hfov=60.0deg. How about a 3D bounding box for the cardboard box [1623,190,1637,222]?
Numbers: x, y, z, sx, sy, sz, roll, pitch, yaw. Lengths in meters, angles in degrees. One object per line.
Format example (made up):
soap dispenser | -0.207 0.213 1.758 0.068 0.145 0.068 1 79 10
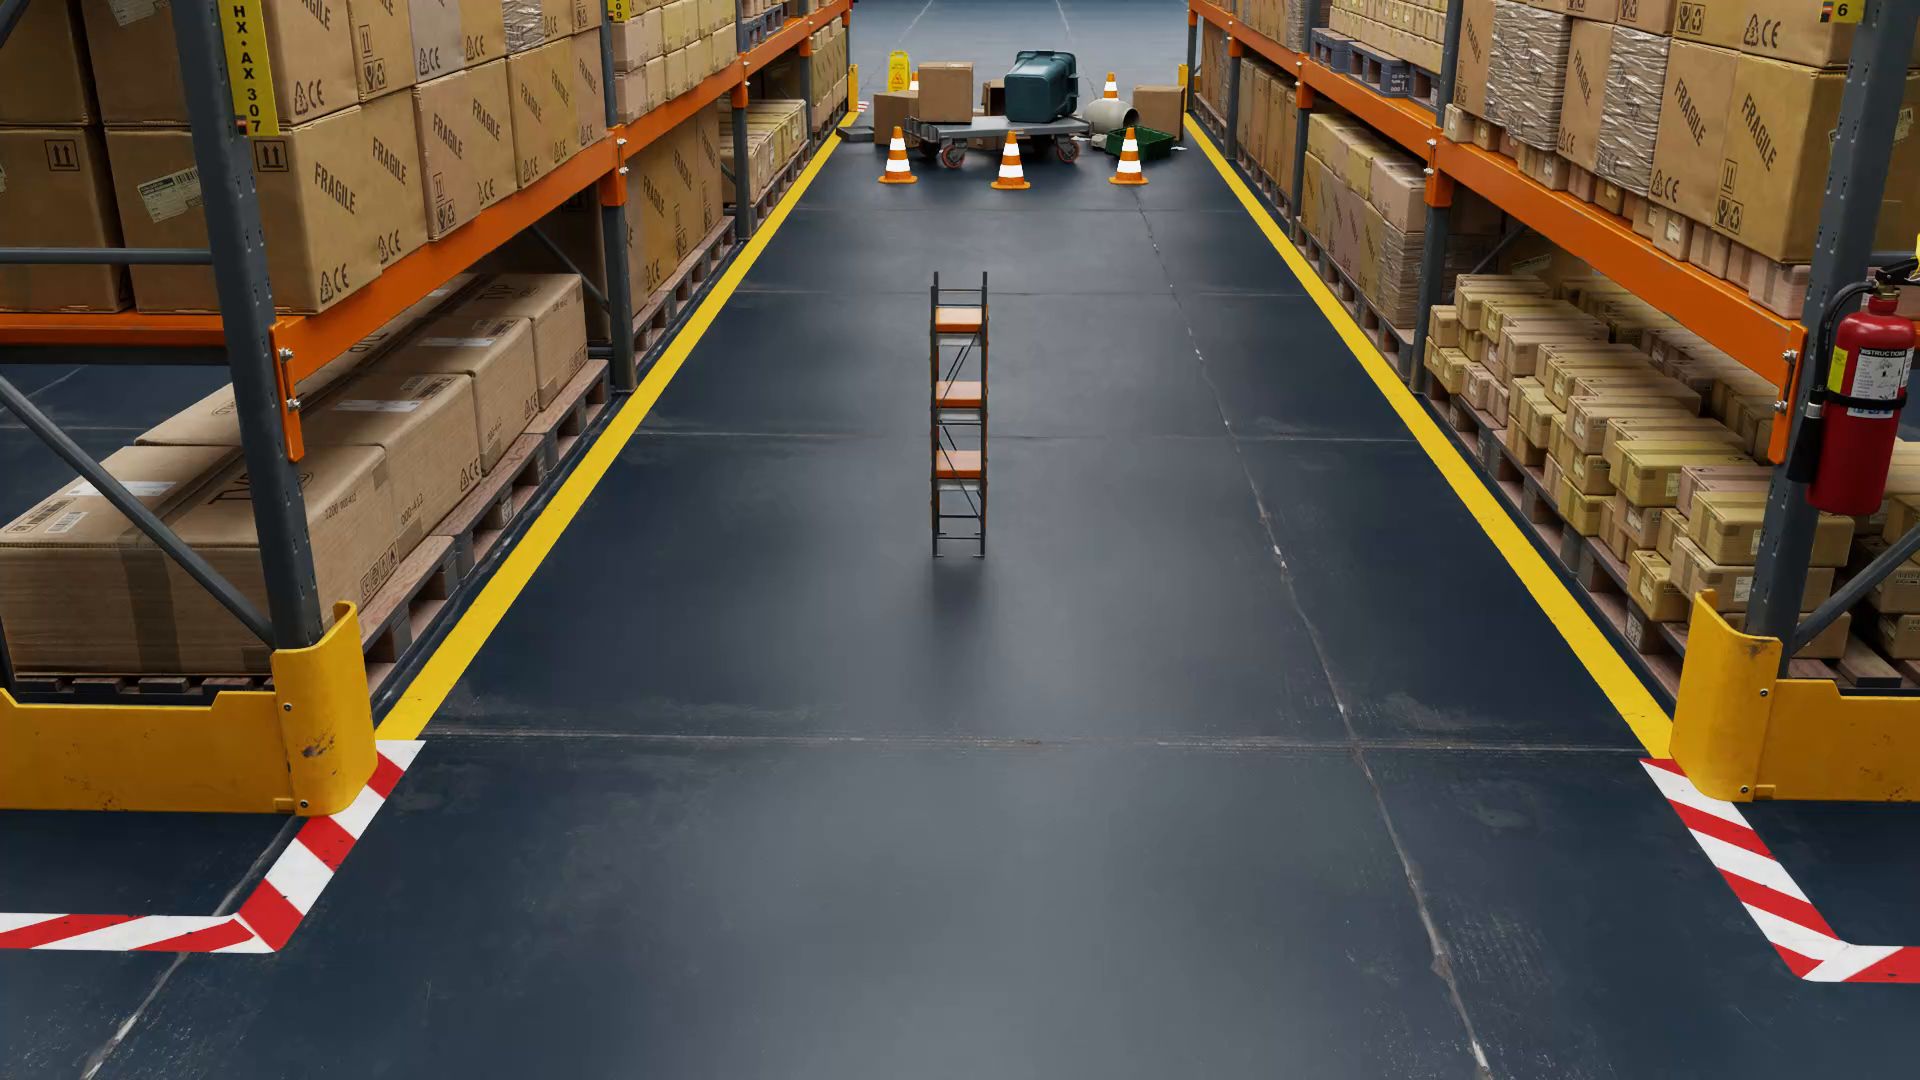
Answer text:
cardboard box | 2.528 -1.165 5.731 0.380 0.149 0.250 0 21 -1

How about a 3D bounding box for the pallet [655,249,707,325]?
pallet | -2.174 -1.582 10.315 1.003 0.211 1.213 1 21 2

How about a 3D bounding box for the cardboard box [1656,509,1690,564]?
cardboard box | 2.466 0.011 5.304 0.380 0.149 0.250 0 21 0

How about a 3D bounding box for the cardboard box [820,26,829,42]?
cardboard box | -1.542 -5.157 16.960 0.380 0.149 0.250 2 21 5

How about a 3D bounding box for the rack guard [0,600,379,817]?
rack guard | -2.278 0.460 4.652 1.175 0.500 0.348 1 21 2

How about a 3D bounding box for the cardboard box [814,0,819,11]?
cardboard box | -1.607 -5.323 16.449 0.380 0.149 0.250 1 21 3

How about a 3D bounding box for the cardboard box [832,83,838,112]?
cardboard box | -1.581 -4.741 17.822 0.500 0.250 0.500 0 21 0

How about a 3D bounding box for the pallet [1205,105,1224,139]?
pallet | 3.174 -4.451 17.709 1.003 0.211 1.213 1 21 2

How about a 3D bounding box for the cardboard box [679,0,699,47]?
cardboard box | -1.818 -3.033 9.716 0.500 0.250 0.500 0 21 0

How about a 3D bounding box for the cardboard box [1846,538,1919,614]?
cardboard box | 2.946 0.112 5.043 0.380 0.149 0.250 2 21 4

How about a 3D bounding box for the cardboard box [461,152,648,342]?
cardboard box | -2.217 -1.591 8.838 0.875 0.875 0.875 1 21 3

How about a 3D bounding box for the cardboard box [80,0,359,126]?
cardboard box | -1.978 -1.397 4.463 0.500 0.500 0.500 0 21 0

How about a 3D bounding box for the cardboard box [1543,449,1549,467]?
cardboard box | 2.532 -0.316 6.556 0.380 0.149 0.250 1 21 3

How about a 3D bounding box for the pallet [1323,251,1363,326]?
pallet | 2.851 -1.566 10.273 1.003 0.211 1.213 1 21 2

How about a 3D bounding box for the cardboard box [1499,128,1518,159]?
cardboard box | 2.570 -1.735 7.201 0.380 0.149 0.250 0 21 -1

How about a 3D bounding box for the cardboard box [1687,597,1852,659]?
cardboard box | 2.481 0.245 5.112 0.380 0.149 0.250 1 21 3

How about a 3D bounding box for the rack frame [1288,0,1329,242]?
rack frame | 2.916 -3.589 11.631 1.000 3.000 0.127 1 21 2

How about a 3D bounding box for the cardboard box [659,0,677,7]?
cardboard box | -1.850 -3.194 9.095 0.500 0.500 0.500 0 21 0

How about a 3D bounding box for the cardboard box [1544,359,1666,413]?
cardboard box | 2.504 -0.599 6.465 0.380 0.149 0.250 1 21 2

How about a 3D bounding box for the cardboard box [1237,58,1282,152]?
cardboard box | 3.109 -3.956 15.108 1.050 0.750 0.750 1 21 1

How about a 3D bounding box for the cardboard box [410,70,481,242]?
cardboard box | -1.955 -1.298 5.589 0.500 0.500 0.500 1 21 1

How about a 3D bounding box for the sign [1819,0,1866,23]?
sign | 2.119 -1.397 3.944 0.100 0.325 0.005 1 21 2

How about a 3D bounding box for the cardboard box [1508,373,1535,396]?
cardboard box | 2.532 -0.642 6.987 0.380 0.149 0.250 2 21 4

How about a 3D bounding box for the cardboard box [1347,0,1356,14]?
cardboard box | 2.690 -3.439 10.600 0.380 0.149 0.250 0 21 0

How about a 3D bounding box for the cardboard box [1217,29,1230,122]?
cardboard box | 3.151 -4.793 17.091 0.875 0.875 0.875 1 21 2

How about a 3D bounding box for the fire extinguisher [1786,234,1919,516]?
fire extinguisher | 2.204 -0.400 4.036 0.296 0.674 0.183 1 21 2

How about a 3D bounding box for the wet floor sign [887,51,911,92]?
wet floor sign | -0.716 -5.458 19.705 0.267 0.644 0.232 8 23 20

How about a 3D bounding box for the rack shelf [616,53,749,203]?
rack shelf | -2.095 -2.548 9.944 1.077 0.370 4.000 1 21 2

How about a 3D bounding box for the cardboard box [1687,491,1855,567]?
cardboard box | 2.436 -0.034 5.009 0.380 0.149 0.250 1 21 2

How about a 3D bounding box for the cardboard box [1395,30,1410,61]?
cardboard box | 2.636 -2.742 9.216 0.380 0.149 0.250 0 21 -1

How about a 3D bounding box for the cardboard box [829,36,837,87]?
cardboard box | -1.590 -5.099 17.707 0.500 0.500 0.500 0 21 0

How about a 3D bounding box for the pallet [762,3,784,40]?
pallet | -2.015 -4.233 13.558 1.003 0.211 1.213 1 21 2

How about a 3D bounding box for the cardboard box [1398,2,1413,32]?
cardboard box | 2.640 -2.884 9.170 0.380 0.149 0.250 0 21 -1

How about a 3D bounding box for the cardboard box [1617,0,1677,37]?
cardboard box | 2.461 -1.887 5.314 0.500 0.500 0.500 2 21 4

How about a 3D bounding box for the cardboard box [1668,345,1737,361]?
cardboard box | 3.078 -0.682 6.679 0.380 0.149 0.250 0 21 0

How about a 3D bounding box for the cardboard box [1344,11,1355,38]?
cardboard box | 2.685 -3.313 10.688 0.380 0.149 0.250 2 21 4

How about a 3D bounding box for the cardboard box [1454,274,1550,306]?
cardboard box | 2.577 -1.164 7.920 0.380 0.149 0.250 1 21 4

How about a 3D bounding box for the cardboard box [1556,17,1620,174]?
cardboard box | 2.482 -1.596 5.947 0.500 0.500 0.500 2 21 4

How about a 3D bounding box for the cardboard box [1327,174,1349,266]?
cardboard box | 2.617 -1.999 10.408 0.500 0.500 0.500 0 21 0

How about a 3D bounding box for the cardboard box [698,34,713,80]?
cardboard box | -1.822 -2.984 10.280 0.500 0.250 0.500 0 21 1

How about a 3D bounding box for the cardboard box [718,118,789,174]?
cardboard box | -1.964 -3.322 13.997 0.950 0.372 0.625 1 21 3

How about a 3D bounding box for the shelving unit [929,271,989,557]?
shelving unit | -0.002 -0.470 6.289 0.215 1.050 0.252 1 21 2

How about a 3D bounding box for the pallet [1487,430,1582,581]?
pallet | 2.775 -0.157 6.641 1.003 0.211 1.213 1 21 2

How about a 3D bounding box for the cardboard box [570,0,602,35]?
cardboard box | -1.894 -2.499 7.303 0.500 0.500 0.500 0 21 1

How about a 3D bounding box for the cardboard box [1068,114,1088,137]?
cardboard box | 1.249 -4.402 17.507 0.396 0.266 0.258 4 22 11

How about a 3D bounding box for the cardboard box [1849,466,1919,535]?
cardboard box | 2.917 -0.127 5.247 0.380 0.149 0.250 1 21 3

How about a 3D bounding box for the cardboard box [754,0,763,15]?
cardboard box | -1.713 -4.100 12.716 0.380 0.149 0.250 1 21 2

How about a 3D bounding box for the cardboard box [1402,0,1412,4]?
cardboard box | 2.648 -3.020 9.110 0.380 0.149 0.250 0 21 0

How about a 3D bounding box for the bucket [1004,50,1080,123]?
bucket | 0.738 -4.292 15.868 0.726 0.611 0.620 8 33 20

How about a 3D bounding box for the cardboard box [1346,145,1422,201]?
cardboard box | 2.596 -2.171 9.817 0.500 0.250 0.500 0 21 -1

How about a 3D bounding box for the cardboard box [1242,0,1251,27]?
cardboard box | 2.738 -4.712 14.387 0.500 0.500 0.500 1 21 2

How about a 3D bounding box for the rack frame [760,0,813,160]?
rack frame | -1.913 -5.053 15.405 1.000 3.000 0.127 1 21 2
